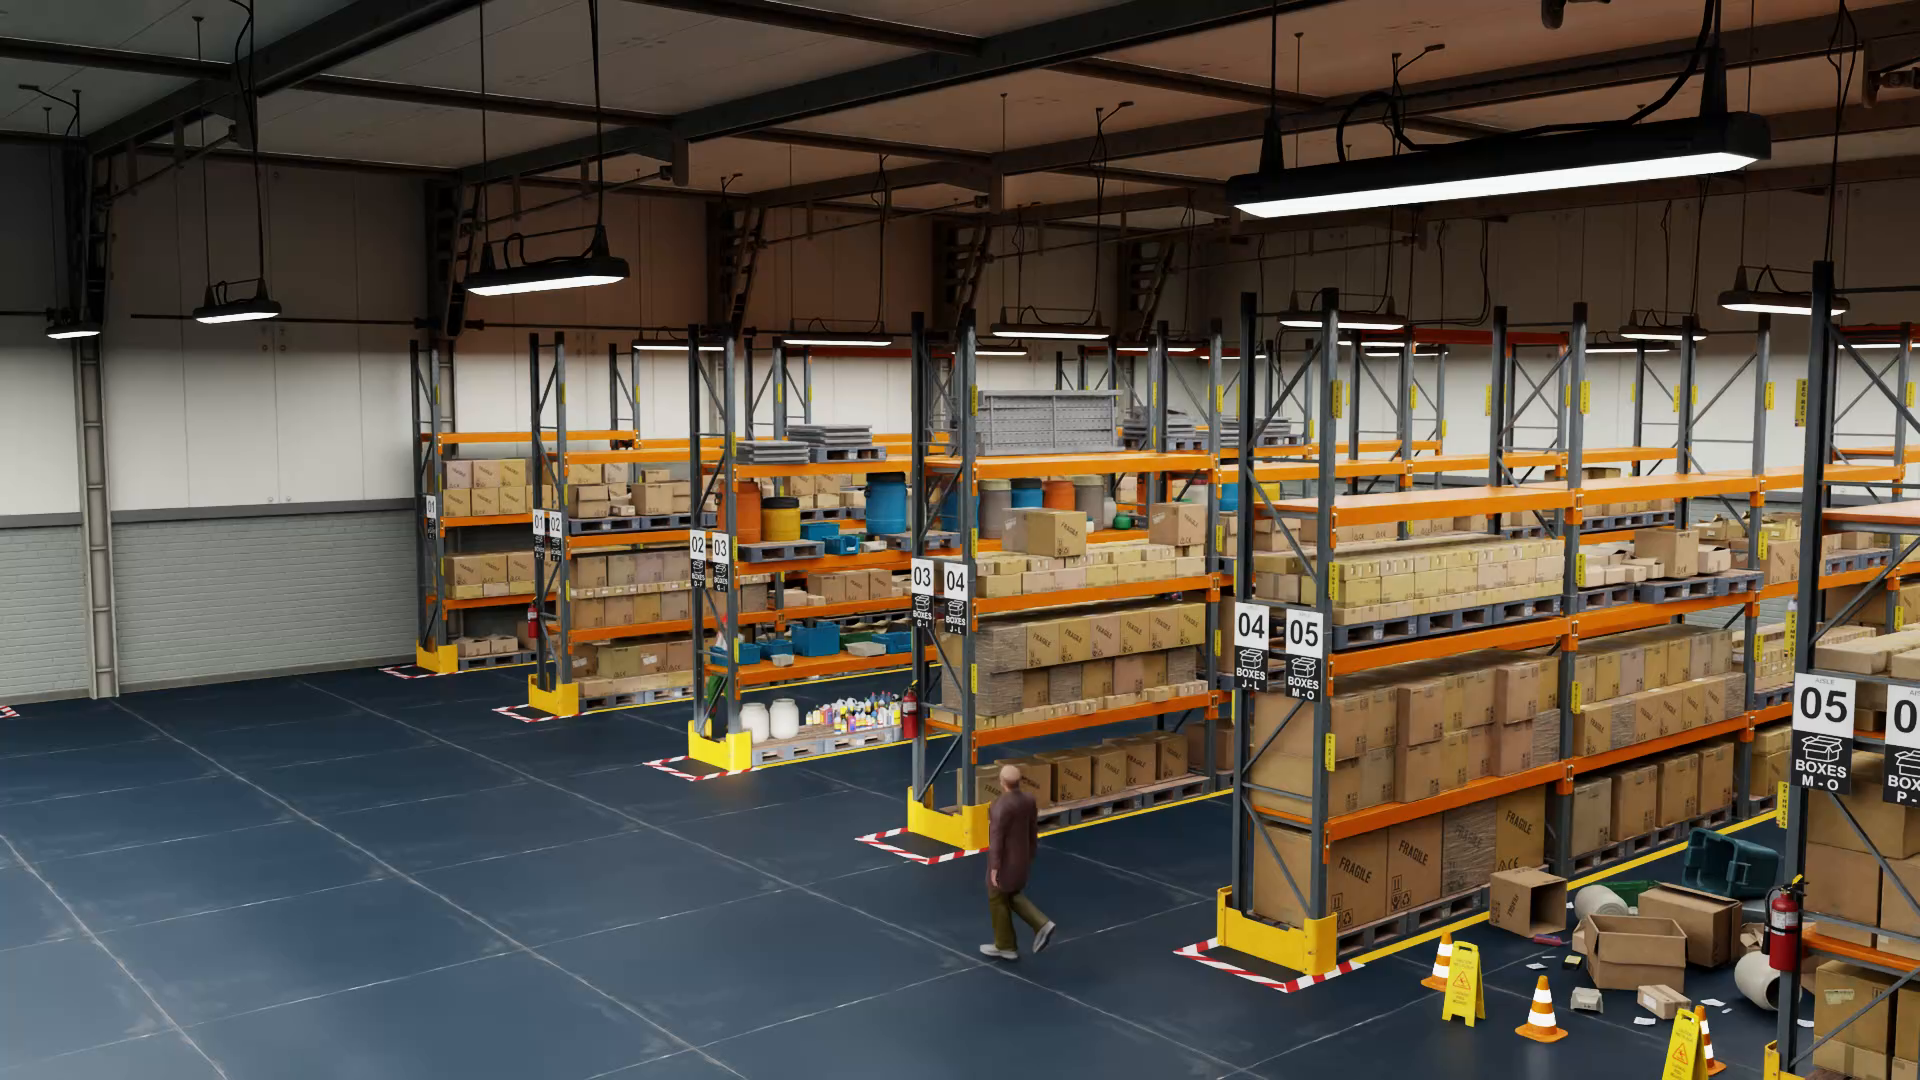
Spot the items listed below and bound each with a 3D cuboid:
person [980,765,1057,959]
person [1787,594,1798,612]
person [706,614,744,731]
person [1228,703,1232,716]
[{"bbox_3d":[0.502,2.890,14.907,0.707,1.762,0.566,3,6,32],"label":"person"},{"bbox_3d":[14.961,1.618,29.552,0.838,1.602,0.487,-5,7,-42],"label":"person"},{"bbox_3d":[-3.569,1.999,24.792,0.551,1.793,0.710,3,6,28],"label":"person"},{"bbox_3d":[4.384,1.997,24.982,1.051,1.667,0.524,-2,6,-24],"label":"person"}]
